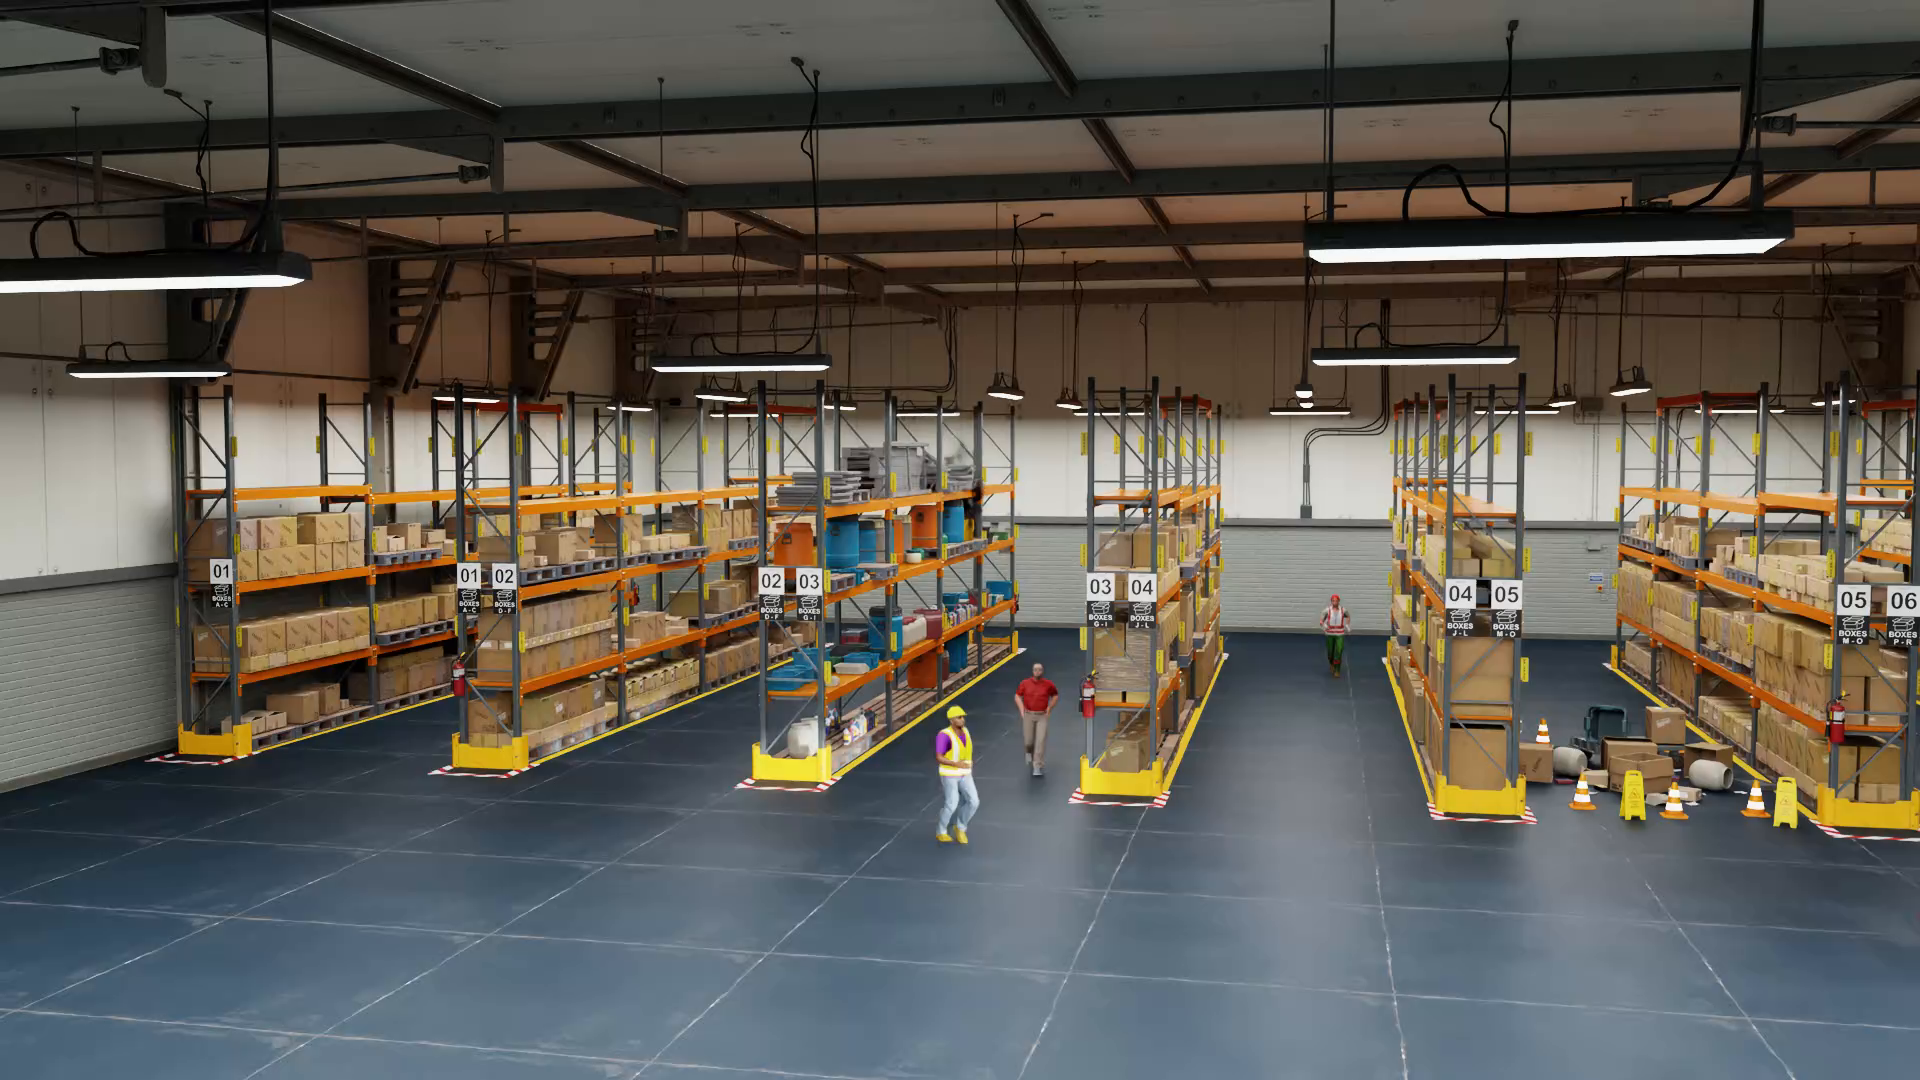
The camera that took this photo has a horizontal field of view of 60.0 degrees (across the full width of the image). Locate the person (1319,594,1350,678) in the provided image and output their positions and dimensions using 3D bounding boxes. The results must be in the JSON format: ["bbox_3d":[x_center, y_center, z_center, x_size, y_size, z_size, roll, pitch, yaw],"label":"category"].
[{"bbox_3d":[8.157,2.070,36.186,0.670,1.781,0.998,1,3,11],"label":"person"}]

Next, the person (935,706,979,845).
[{"bbox_3d":[-0.017,2.970,20.859,0.724,1.789,0.695,-3,4,-44],"label":"person"}]

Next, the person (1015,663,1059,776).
[{"bbox_3d":[1.182,2.724,25.524,0.681,1.696,0.749,0,3,1],"label":"person"}]
